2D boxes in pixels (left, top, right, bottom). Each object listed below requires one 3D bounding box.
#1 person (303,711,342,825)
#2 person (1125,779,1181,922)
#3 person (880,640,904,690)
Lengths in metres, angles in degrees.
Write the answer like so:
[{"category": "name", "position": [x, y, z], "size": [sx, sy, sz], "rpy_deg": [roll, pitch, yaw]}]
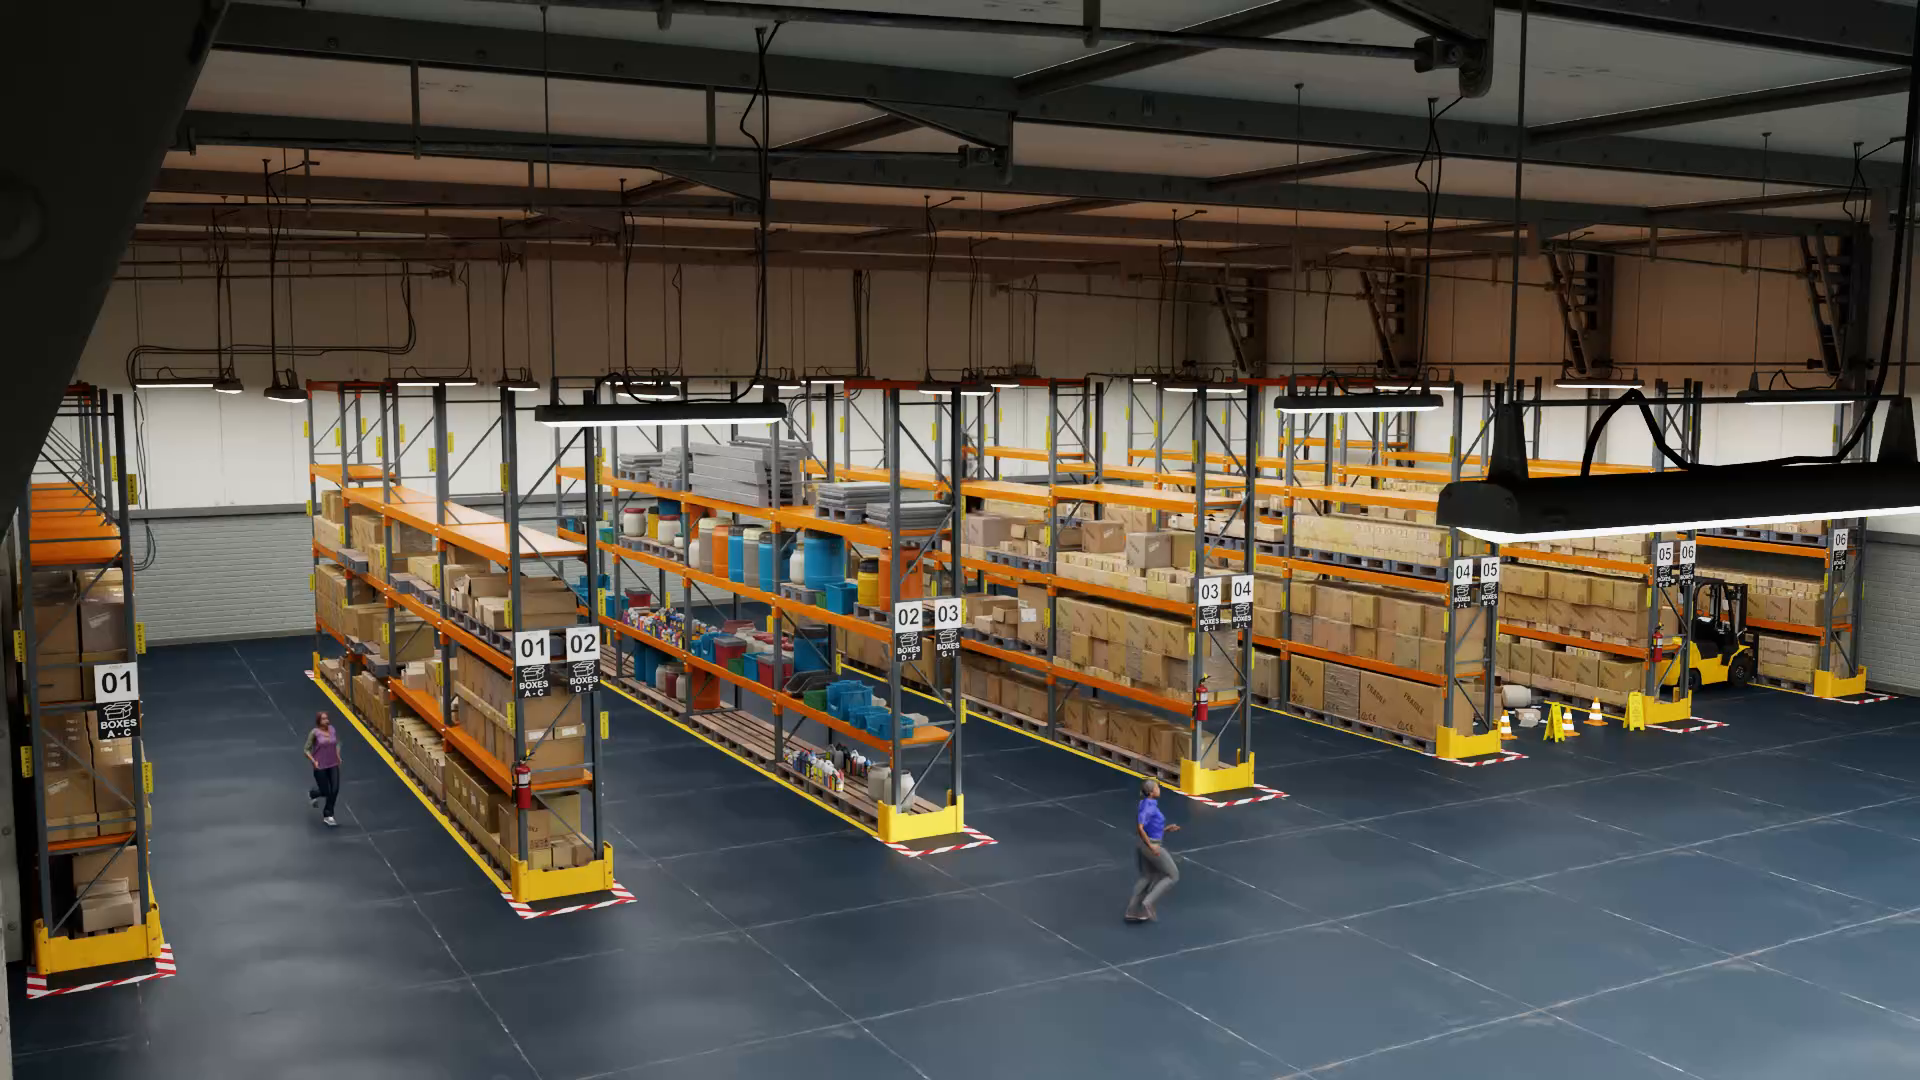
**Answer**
[{"category": "person", "position": [-8.784, 3.125, 22.966], "size": [0.536, 1.564, 0.618], "rpy_deg": [-6, 8, -44]}, {"category": "person", "position": [2.199, 3.510, 18.834], "size": [0.646, 1.626, 0.550], "rpy_deg": [-1, 6, -12]}, {"category": "person", "position": [-1.250, 1.893, 30.844], "size": [0.660, 1.769, 0.716], "rpy_deg": [-3, 7, -29]}]
